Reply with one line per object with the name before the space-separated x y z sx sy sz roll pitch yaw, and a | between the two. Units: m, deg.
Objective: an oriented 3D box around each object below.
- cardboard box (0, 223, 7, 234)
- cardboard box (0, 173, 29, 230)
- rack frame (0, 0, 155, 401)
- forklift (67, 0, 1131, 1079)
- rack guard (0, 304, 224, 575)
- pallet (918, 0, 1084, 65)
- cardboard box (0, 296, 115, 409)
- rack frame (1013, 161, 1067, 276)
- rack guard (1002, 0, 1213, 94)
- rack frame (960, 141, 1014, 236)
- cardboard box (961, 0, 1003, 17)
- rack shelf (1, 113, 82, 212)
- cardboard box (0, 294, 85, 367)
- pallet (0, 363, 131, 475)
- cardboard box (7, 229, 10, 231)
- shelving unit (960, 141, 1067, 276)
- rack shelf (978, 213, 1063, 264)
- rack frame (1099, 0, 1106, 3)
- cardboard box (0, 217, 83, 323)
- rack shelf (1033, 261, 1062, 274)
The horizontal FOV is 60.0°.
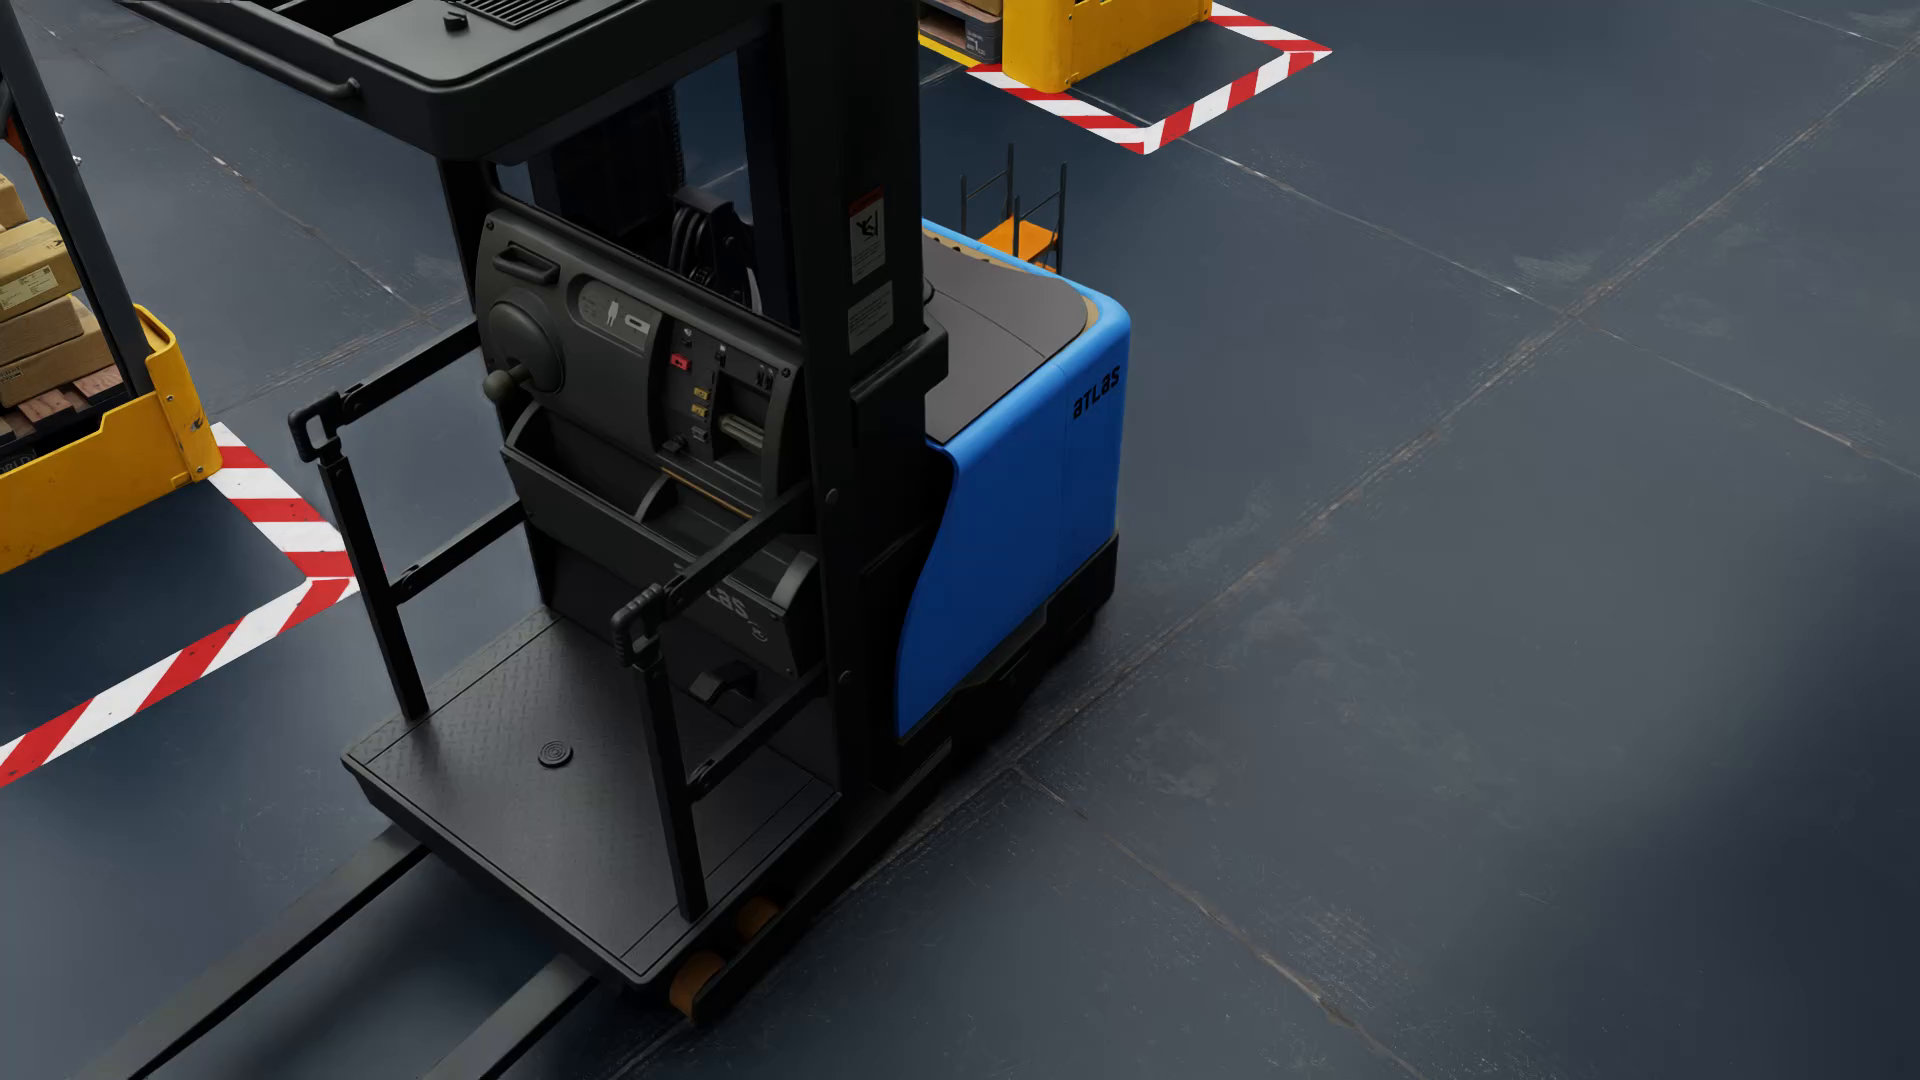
cardboard box | -3.310 -0.928 5.397 0.380 0.149 0.250 -33 52 -31
cardboard box | -3.397 -1.111 5.595 0.250 0.149 0.380 34 53 31
rack frame | -2.901 -1.113 4.244 1.000 3.000 0.127 -34 53 -31
forklift | -0.836 -0.309 3.425 1.130 2.935 3.031 28 49 27
rack guard | -2.954 -0.232 5.132 1.175 0.500 0.348 -34 53 -31
pallet | 0.062 -2.764 8.086 1.003 0.211 1.213 -34 53 -31
cardboard box | -3.044 -0.626 5.508 0.380 0.149 0.250 -33 52 -31
rack frame | 0.221 -0.546 4.956 0.006 1.200 0.240 28 49 27
rack guard | 0.699 -2.512 7.600 1.175 0.500 0.348 -34 53 -31
rack frame | 0.076 -0.622 5.039 0.006 1.200 0.240 28 49 27
cardboard box | 0.174 -3.085 7.634 0.875 0.875 0.875 -34 53 -31
rack shelf | -4.313 -1.810 5.529 1.077 0.370 4.000 -34 53 -31
cardboard box | -3.089 -0.704 5.374 0.380 0.149 0.250 -32 51 -30
pallet | -3.503 -0.533 5.671 1.003 0.211 1.213 -34 53 -31
cardboard box | -3.582 -1.113 5.817 0.380 0.149 0.250 -32 52 -30
shelving unit | 0.149 -0.584 4.998 0.189 1.200 0.258 28 49 27
rack shelf | 0.149 -0.816 4.784 0.180 0.103 0.258 28 49 27
rack frame | 0.682 -3.442 6.764 1.000 3.000 0.127 -34 53 -31
cardboard box | -3.030 -0.853 5.316 0.250 0.149 0.380 32 51 30
rack shelf | 0.149 -0.728 4.865 0.180 0.103 0.258 28 49 27
